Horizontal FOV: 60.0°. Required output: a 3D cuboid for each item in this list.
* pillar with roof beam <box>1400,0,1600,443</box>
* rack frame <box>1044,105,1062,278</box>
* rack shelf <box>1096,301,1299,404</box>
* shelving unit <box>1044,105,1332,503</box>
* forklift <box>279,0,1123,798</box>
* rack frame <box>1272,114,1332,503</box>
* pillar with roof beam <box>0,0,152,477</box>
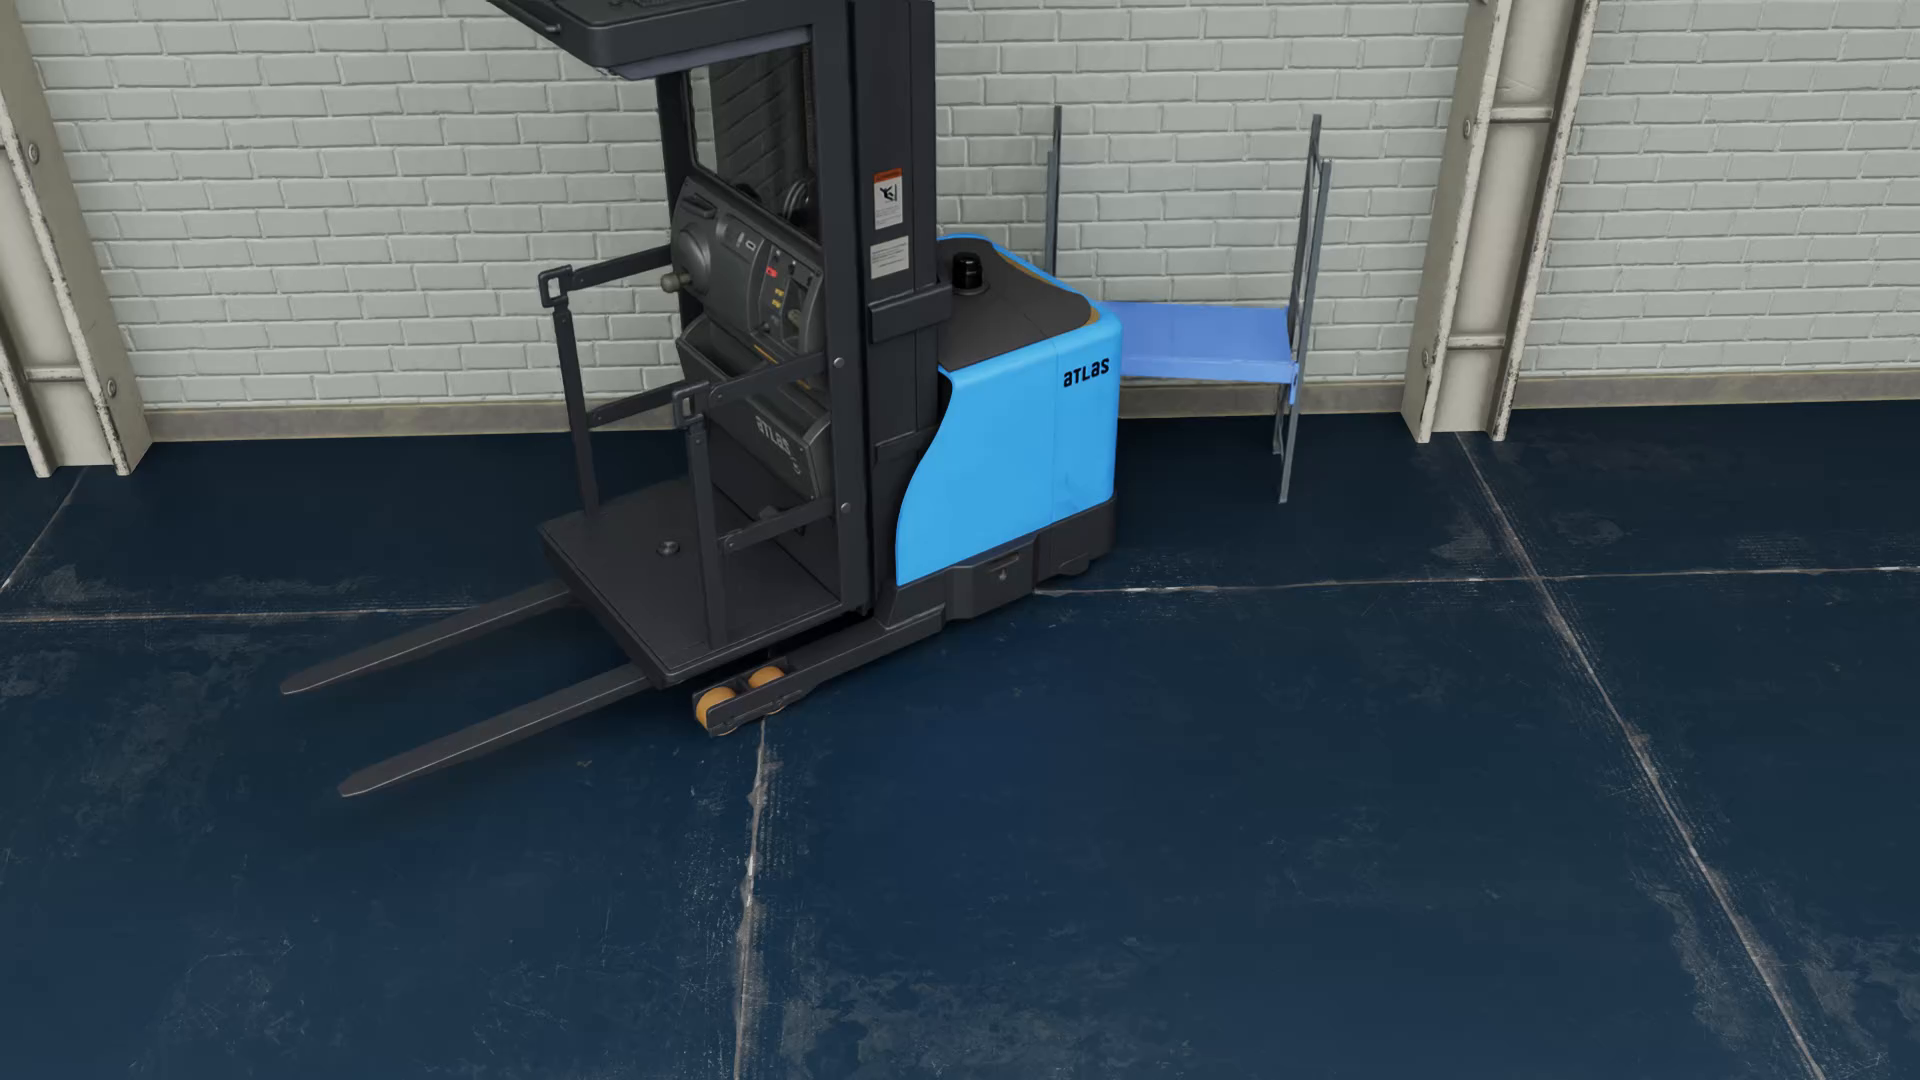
[{"bbox_3d":[2.421,-1.777,1.410,0.400,9.000,9.100,-2,35,-2],"label":"pillar with roof beam"},{"bbox_3d":[0.367,-0.970,6.834,0.032,1.500,0.500,3,35,4],"label":"rack frame"},{"bbox_3d":[0.873,-0.794,6.896,1.000,0.185,0.538,3,35,4],"label":"rack shelf"},{"bbox_3d":[0.873,-0.942,6.794,1.048,1.500,0.538,3,35,4],"label":"shelving unit"},{"bbox_3d":[-0.886,-0.870,5.432,3.031,2.935,1.130,-22,40,-28],"label":"forklift"},{"bbox_3d":[1.379,-0.915,6.754,0.032,1.500,0.500,3,35,4],"label":"rack frame"},{"bbox_3d":[-3.573,-1.615,1.177,0.400,9.000,9.100,-2,35,-2],"label":"pillar with roof beam"}]
